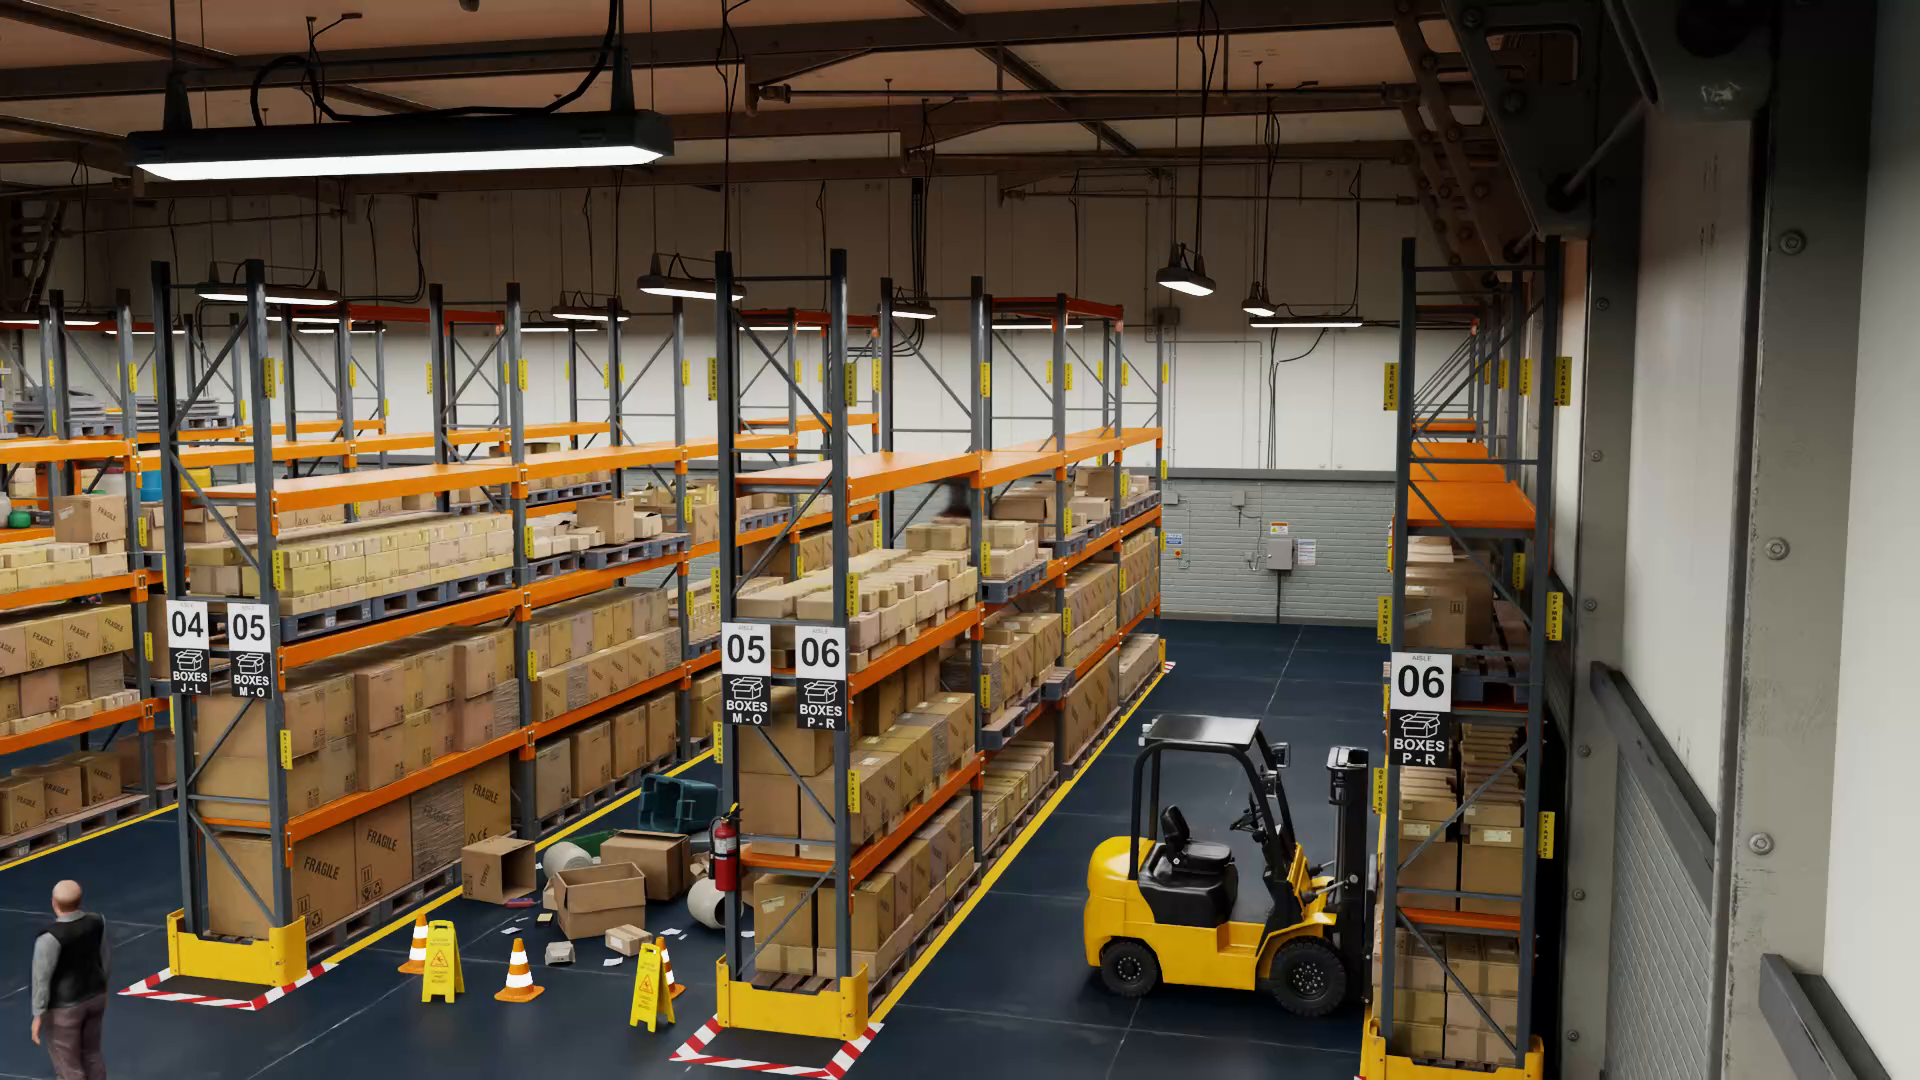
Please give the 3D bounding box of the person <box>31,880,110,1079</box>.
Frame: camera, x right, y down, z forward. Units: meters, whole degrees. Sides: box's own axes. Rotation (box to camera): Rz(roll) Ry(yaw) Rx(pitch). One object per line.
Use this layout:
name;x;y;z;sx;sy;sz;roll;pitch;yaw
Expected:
person;-5.958;3.140;11.160;0.388;1.756;0.636;2;6;15
